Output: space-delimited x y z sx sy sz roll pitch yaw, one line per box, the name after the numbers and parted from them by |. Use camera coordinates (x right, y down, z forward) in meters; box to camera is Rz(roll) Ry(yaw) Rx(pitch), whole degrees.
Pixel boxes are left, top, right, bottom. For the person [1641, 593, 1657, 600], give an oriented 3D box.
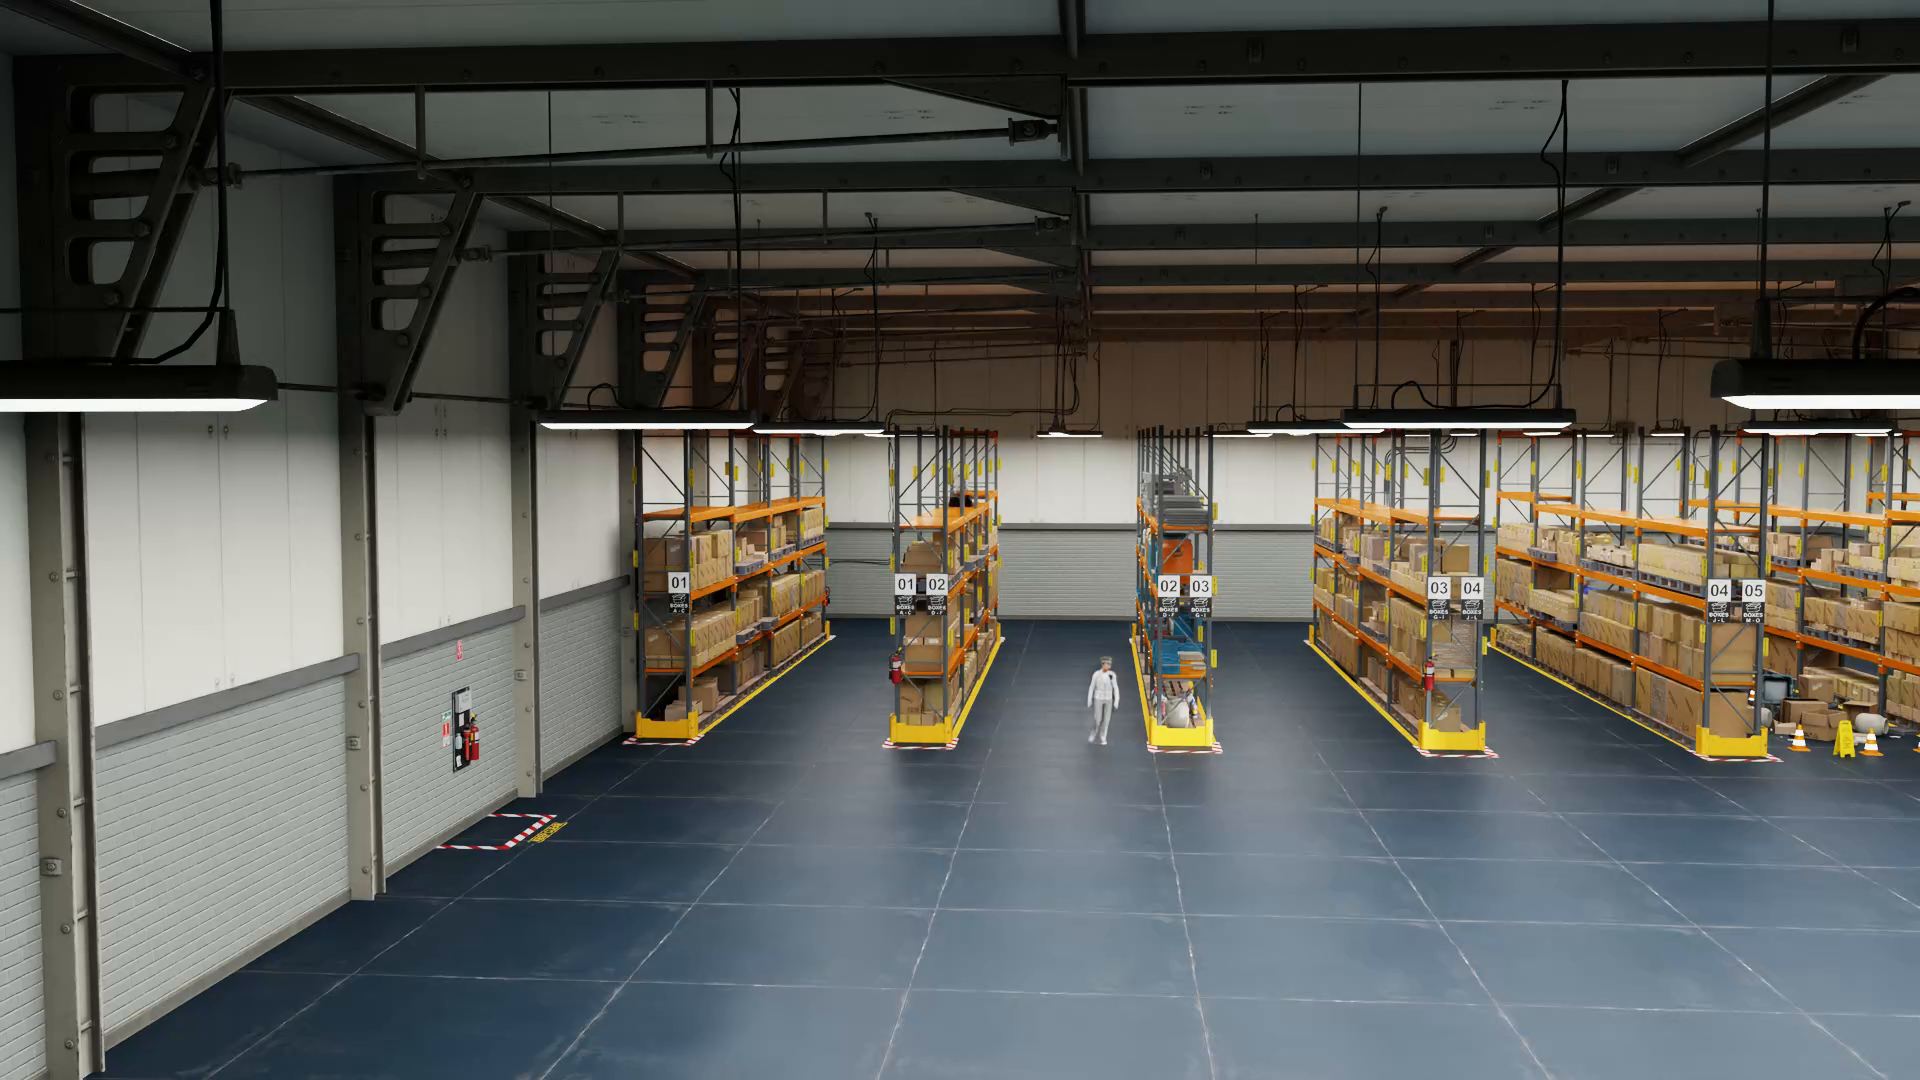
19.535 2.007 47.027 0.867 1.848 0.684 0 3 -3 | person

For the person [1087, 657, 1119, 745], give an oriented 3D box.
2.682 3.003 31.127 0.558 1.653 0.462 0 3 -7 | person

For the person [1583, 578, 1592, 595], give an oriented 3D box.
18.277 1.958 48.602 0.901 1.674 0.564 -2 4 -24 | person
